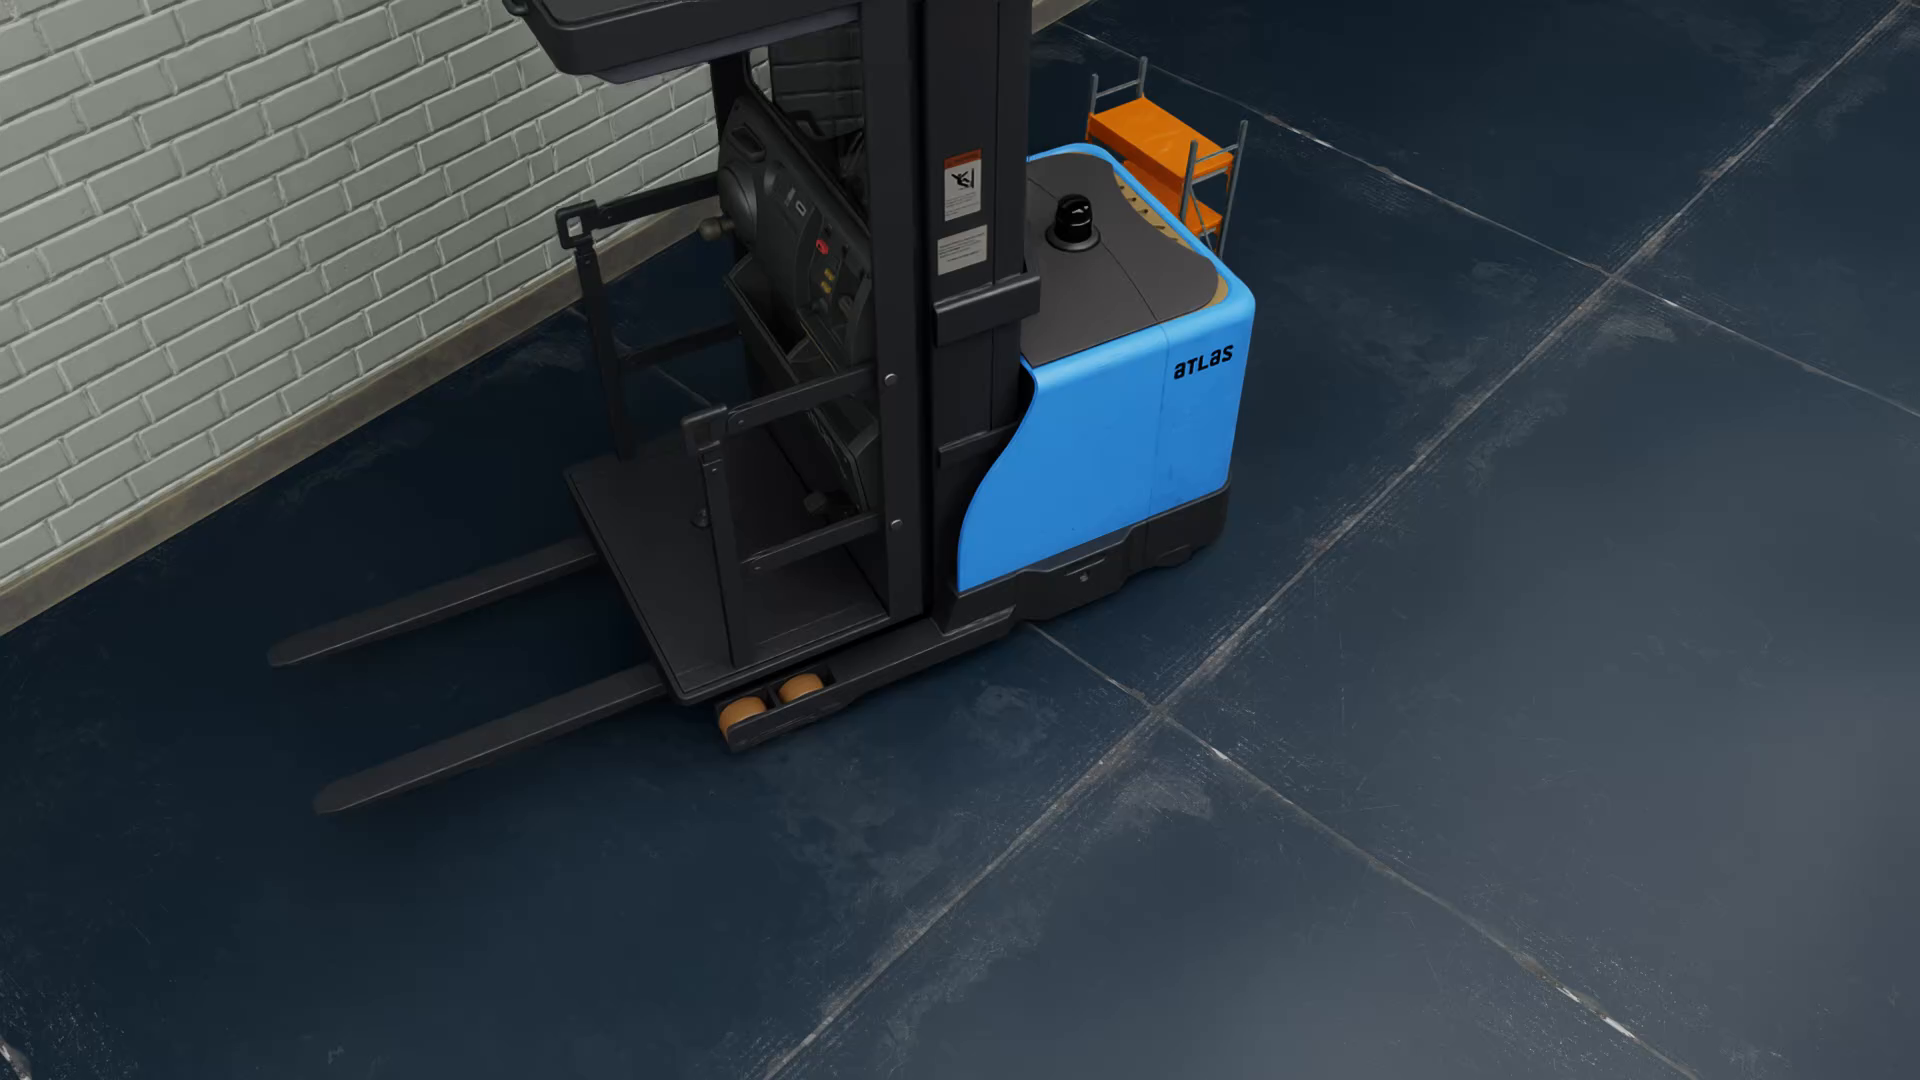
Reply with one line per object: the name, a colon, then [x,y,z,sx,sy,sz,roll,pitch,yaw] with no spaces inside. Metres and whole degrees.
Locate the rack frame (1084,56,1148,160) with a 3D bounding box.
rack frame: [0.506,-1.166,6.010,0.240,1.200,0.015,-26,52,-27]

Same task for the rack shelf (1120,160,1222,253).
rack shelf: [0.662,-1.135,5.768,0.258,0.148,0.480,-26,52,-27]

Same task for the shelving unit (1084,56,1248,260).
shelving unit: [0.654,-1.024,5.877,0.258,1.200,0.503,-26,52,-27]

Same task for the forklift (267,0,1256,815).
forklift: [-0.641,-0.803,4.493,3.031,2.935,1.130,-21,50,-19]

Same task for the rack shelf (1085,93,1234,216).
rack shelf: [0.674,-1.303,5.602,0.258,0.148,0.480,-26,52,-27]

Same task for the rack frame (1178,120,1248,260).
rack frame: [0.801,-0.882,5.744,0.240,1.200,0.015,-26,52,-27]
